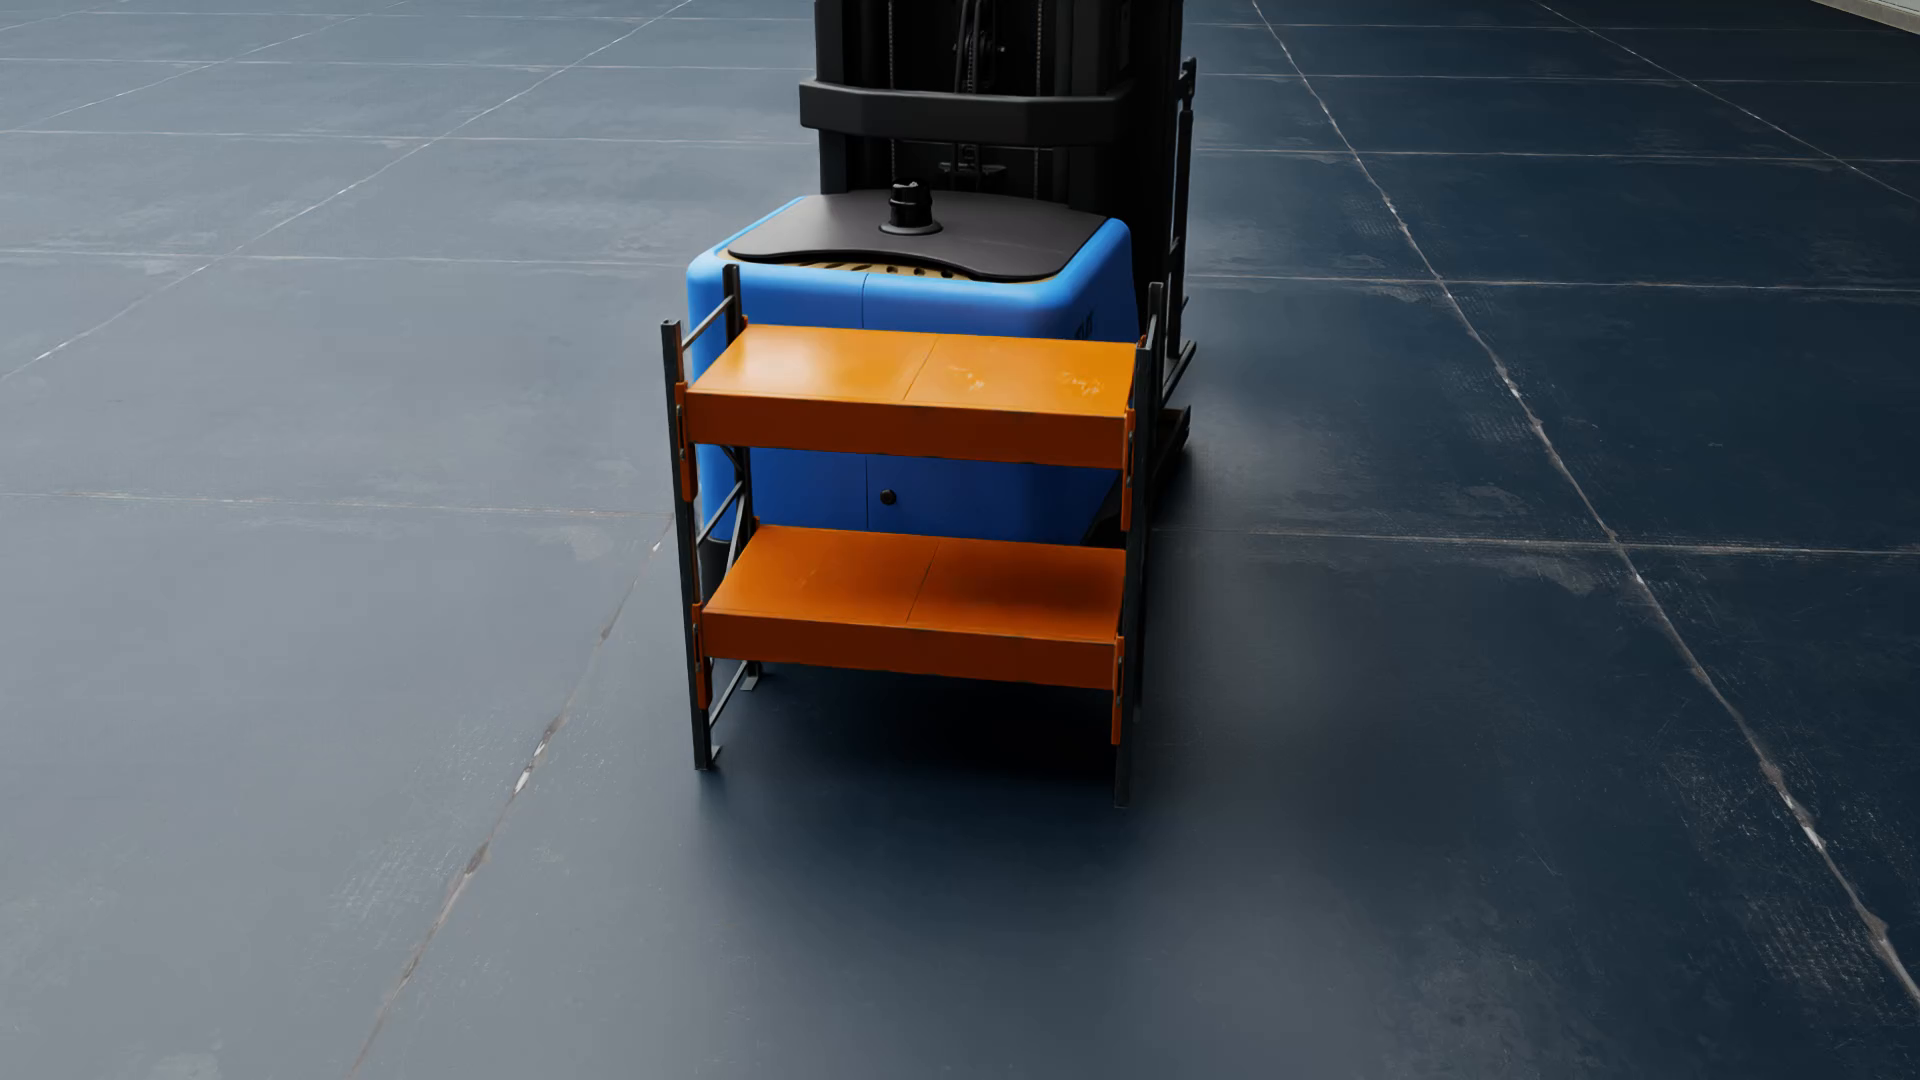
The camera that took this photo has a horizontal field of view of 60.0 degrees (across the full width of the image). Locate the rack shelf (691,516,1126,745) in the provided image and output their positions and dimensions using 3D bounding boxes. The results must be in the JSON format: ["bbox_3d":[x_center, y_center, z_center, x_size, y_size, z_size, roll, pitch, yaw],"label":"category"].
[{"bbox_3d":[-0.085,0.204,4.047,1.000,0.278,0.538,4,25,9],"label":"rack shelf"}]

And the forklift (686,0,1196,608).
[{"bbox_3d":[0.191,-1.598,5.216,1.130,2.935,3.031,7,26,15],"label":"forklift"}]

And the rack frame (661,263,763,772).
[{"bbox_3d":[-0.587,-0.053,4.020,0.032,1.125,0.500,4,25,9],"label":"rack frame"}]

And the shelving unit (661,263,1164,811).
[{"bbox_3d":[-0.085,-0.018,3.944,1.048,1.125,0.538,4,25,9],"label":"shelving unit"}]

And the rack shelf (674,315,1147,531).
[{"bbox_3d":[-0.085,-0.284,3.822,1.000,0.278,0.538,4,25,9],"label":"rack shelf"}]

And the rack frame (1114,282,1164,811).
[{"bbox_3d":[0.416,0.016,3.869,0.032,1.125,0.500,4,25,9],"label":"rack frame"}]
